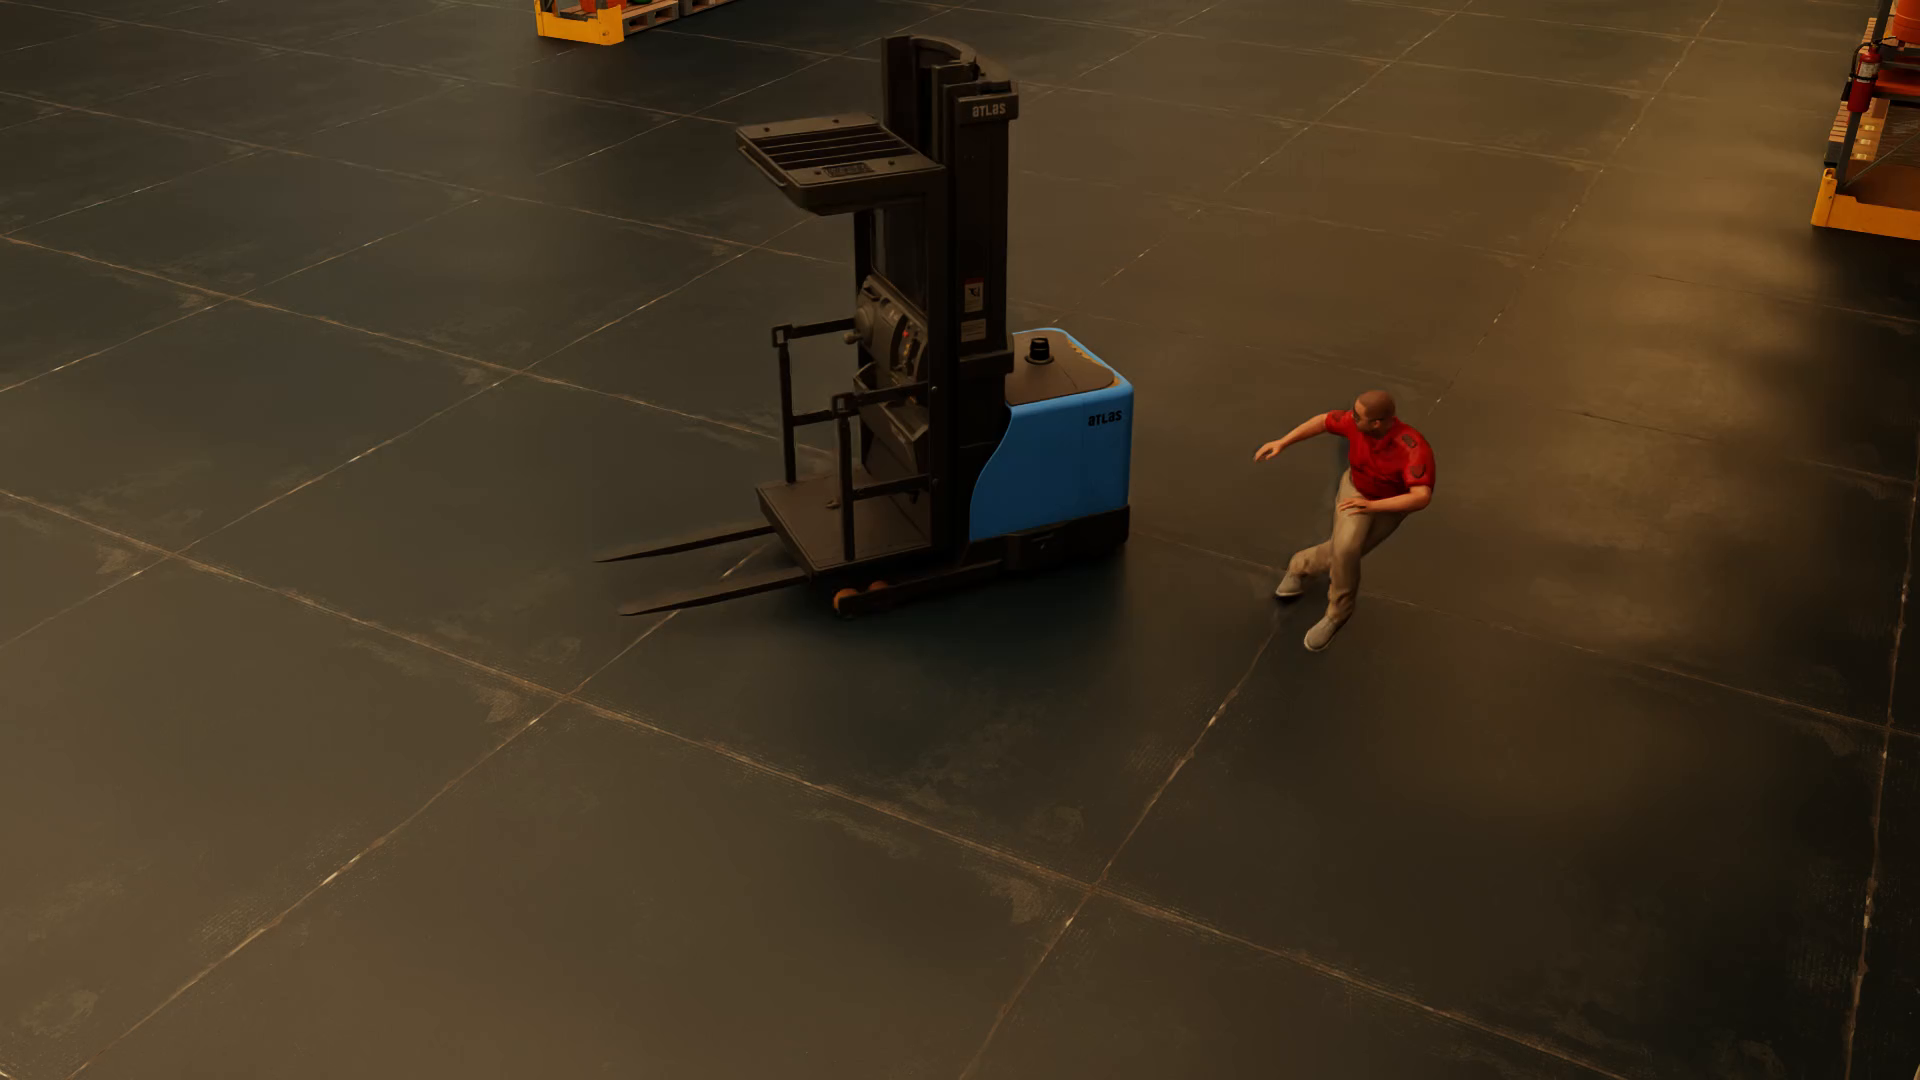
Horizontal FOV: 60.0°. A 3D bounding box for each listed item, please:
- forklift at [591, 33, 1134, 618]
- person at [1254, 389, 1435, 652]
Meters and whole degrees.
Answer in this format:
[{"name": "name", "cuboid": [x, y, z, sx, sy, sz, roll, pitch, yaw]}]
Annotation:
[{"name": "forklift", "cuboid": [-0.564, -1.134, 9.036, 3.031, 2.935, 1.130, -12, 32, -20]}, {"name": "person", "cuboid": [1.994, -0.152, 8.772, 0.997, 1.486, 0.957, 15, 33, 24]}]
